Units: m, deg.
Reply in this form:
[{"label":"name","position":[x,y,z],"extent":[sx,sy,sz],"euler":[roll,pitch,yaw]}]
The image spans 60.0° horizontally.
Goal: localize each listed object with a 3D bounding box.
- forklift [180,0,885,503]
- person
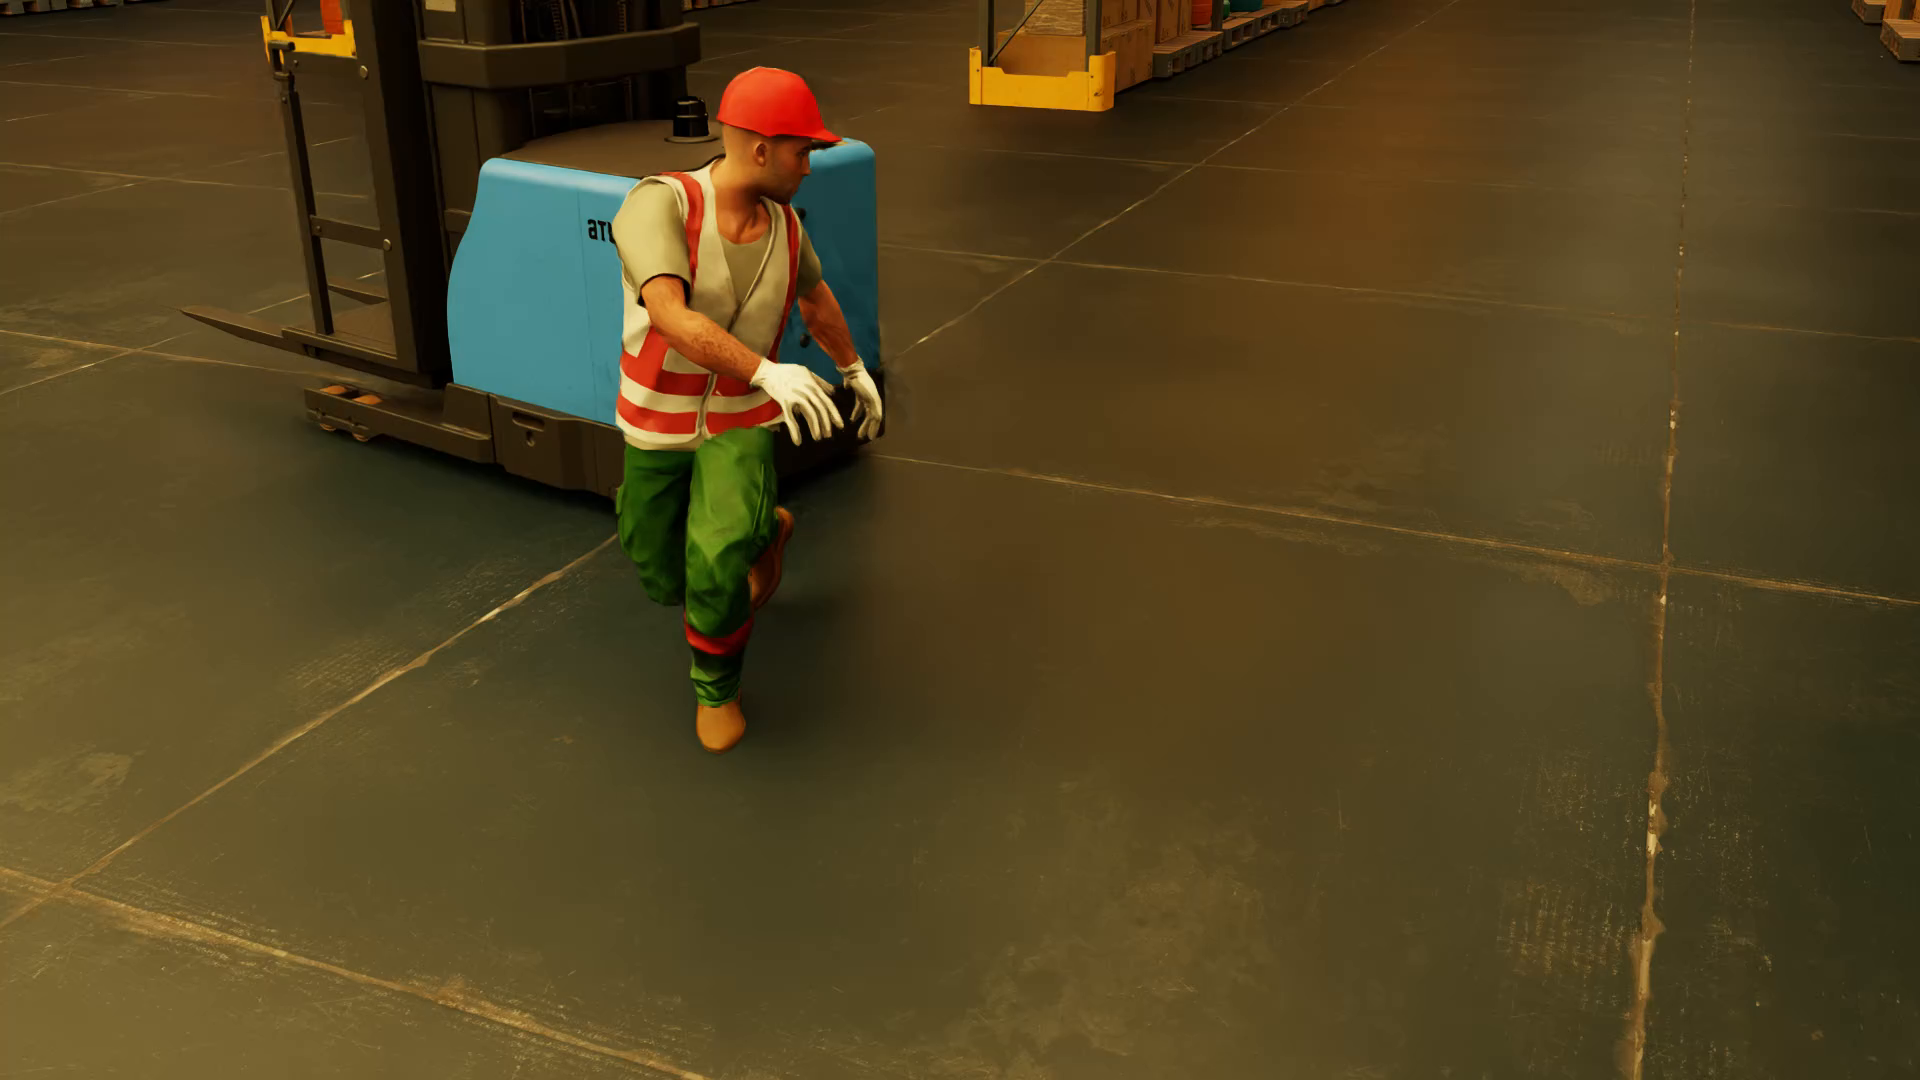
[{"label":"forklift","position":[-1.754,-1.850,5.718],"extent":[3.031,2.935,1.130],"euler":[16,27,33]},{"label":"person","position":[-0.503,-0.337,3.971],"extent":[0.663,1.548,0.931],"euler":[-2,23,-6]}]
